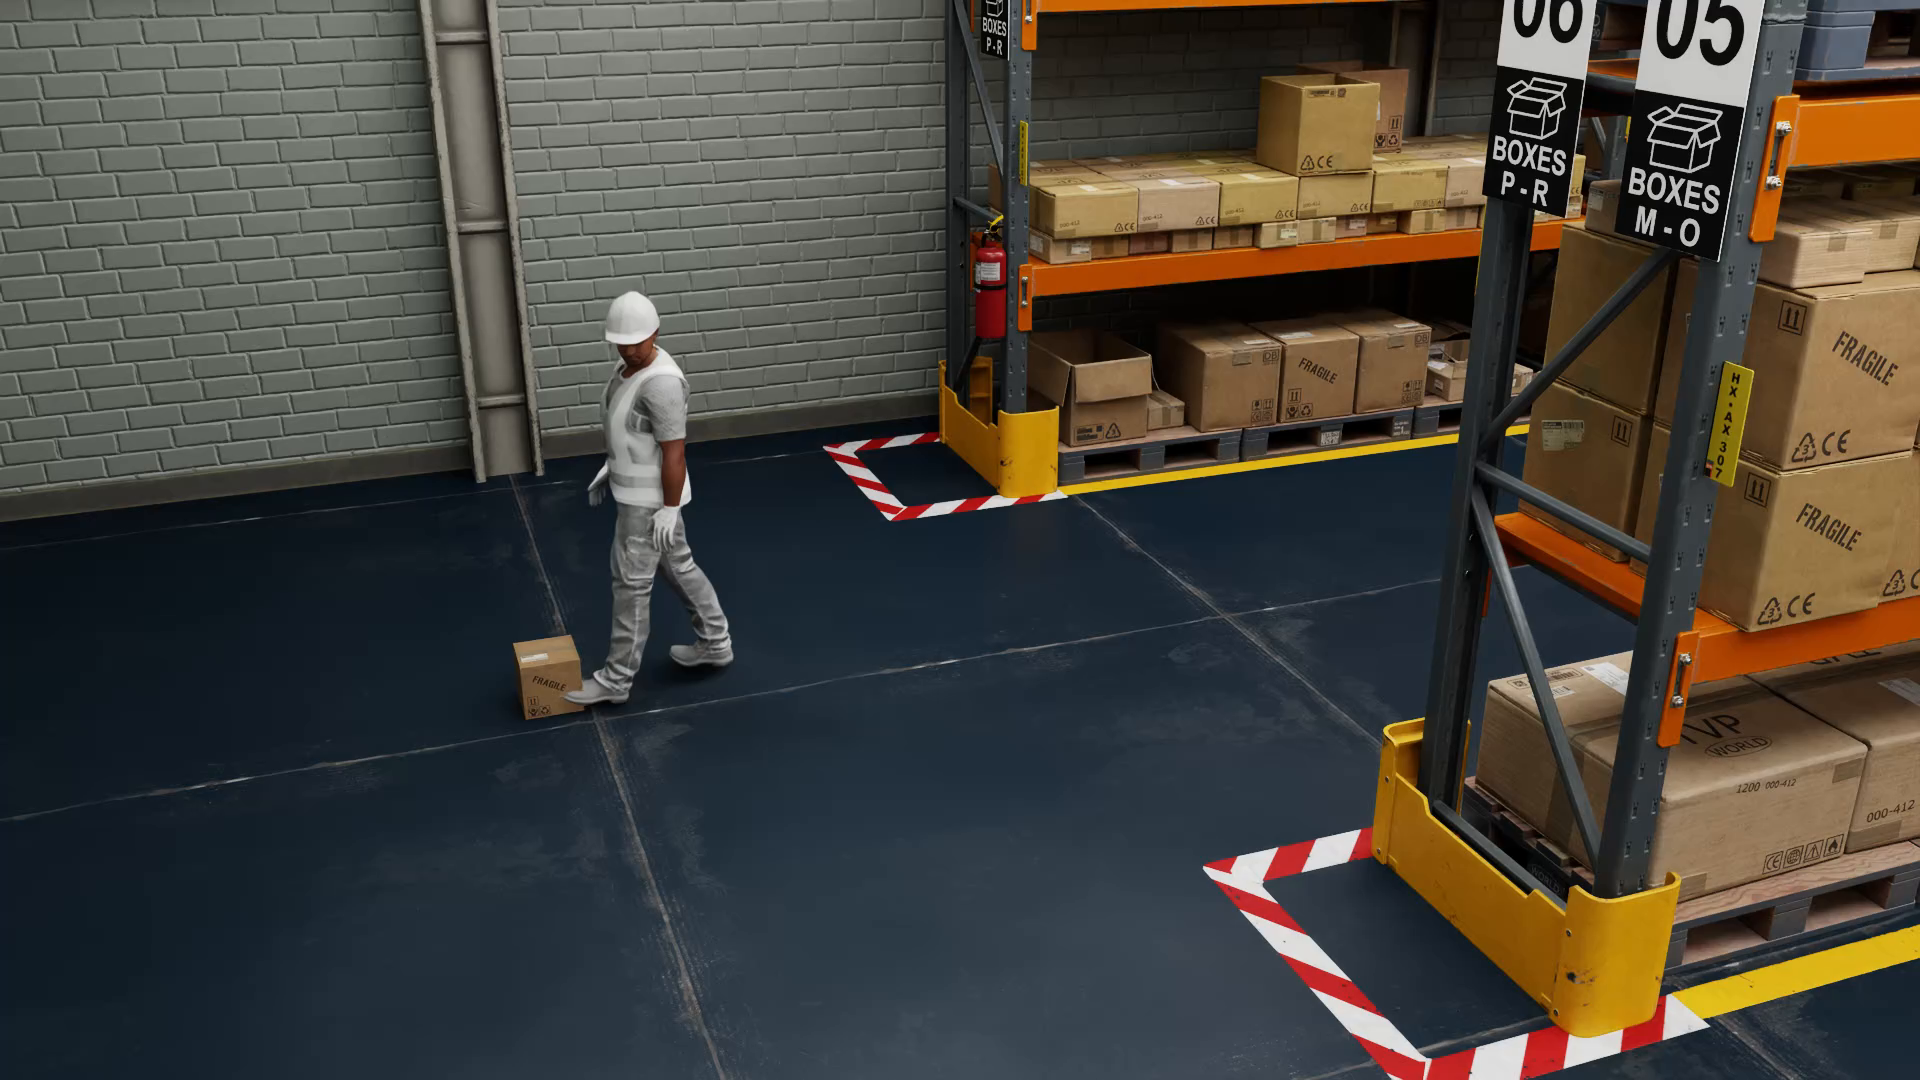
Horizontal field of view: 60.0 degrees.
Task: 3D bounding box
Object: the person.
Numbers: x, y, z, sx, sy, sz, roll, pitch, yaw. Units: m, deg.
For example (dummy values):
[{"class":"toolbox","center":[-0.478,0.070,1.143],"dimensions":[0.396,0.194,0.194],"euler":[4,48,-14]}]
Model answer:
[{"class":"person","center":[-1.378,-0.187,6.998],"dimensions":[0.779,1.774,0.597],"euler":[-6,23,-13]}]
